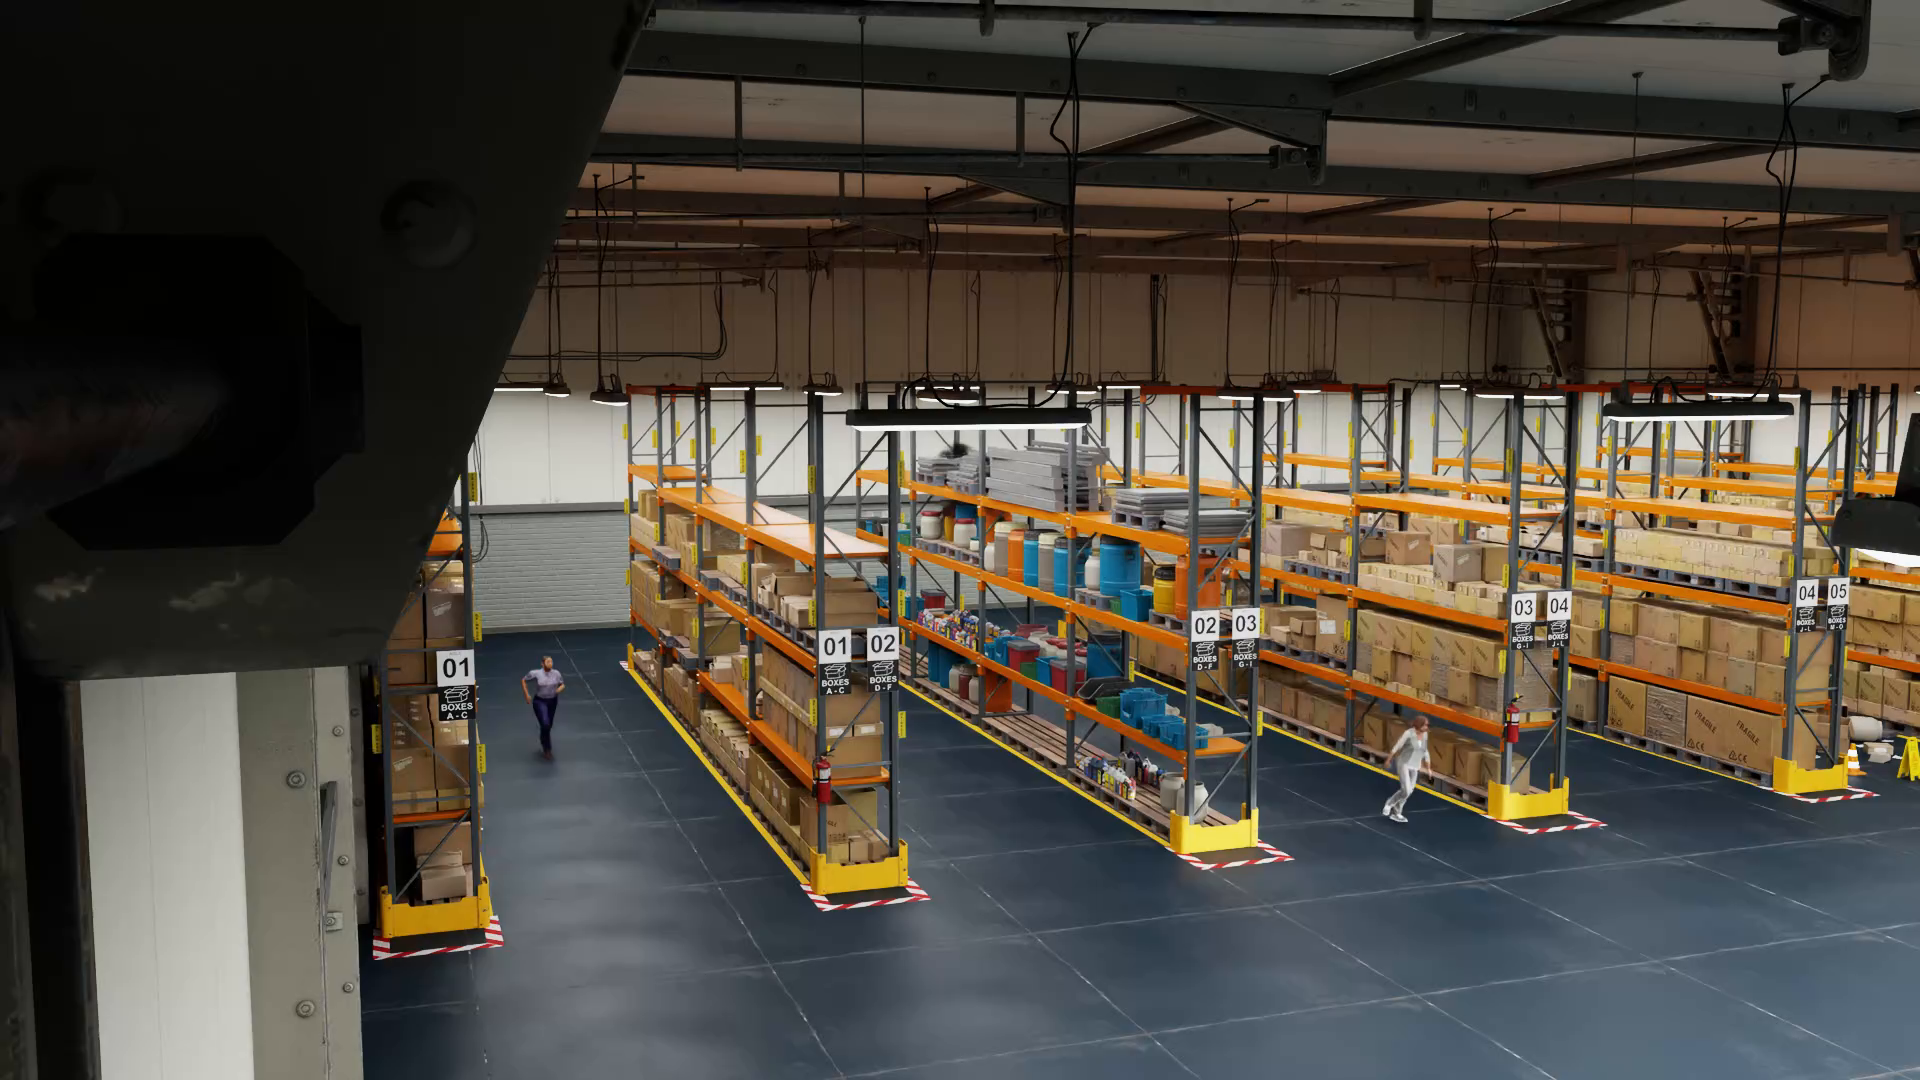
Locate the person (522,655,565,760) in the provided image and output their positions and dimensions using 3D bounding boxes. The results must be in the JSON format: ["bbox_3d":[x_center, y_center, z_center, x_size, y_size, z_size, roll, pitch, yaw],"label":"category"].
[{"bbox_3d":[-6.817,2.714,27.225,0.643,1.697,0.862,-4,7,-36],"label":"person"}]

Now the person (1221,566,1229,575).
[{"bbox_3d":[6.217,1.313,40.039,0.700,1.764,0.965,3,6,24],"label":"person"}]

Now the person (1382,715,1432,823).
[{"bbox_3d":[6.231,3.180,23.167,0.567,1.549,0.543,-3,7,-28],"label":"person"}]
